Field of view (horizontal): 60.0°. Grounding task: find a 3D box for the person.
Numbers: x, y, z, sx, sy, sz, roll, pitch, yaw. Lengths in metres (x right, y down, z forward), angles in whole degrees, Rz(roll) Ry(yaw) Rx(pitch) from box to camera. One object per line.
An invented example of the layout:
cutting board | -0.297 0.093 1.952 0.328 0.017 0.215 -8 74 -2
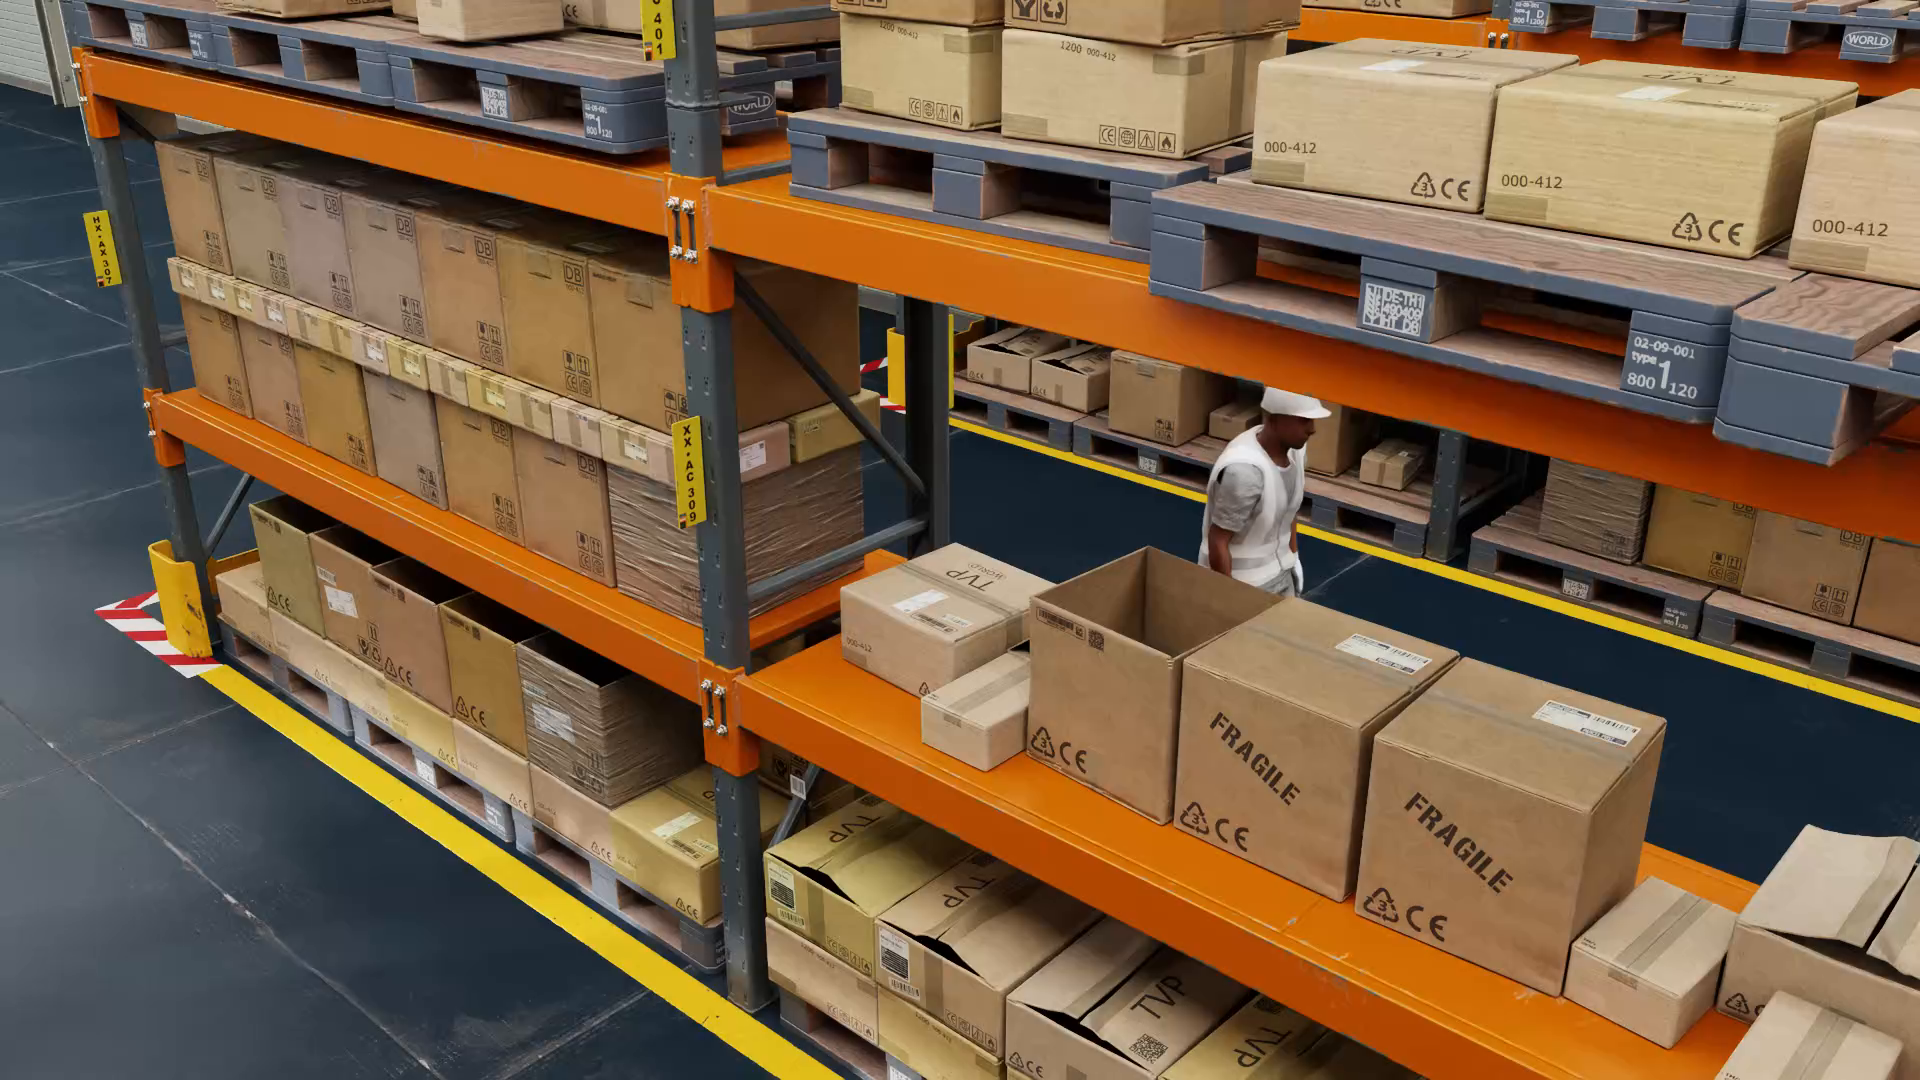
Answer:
person | 1.201 0.172 6.696 0.449 1.772 0.608 18 30 36
